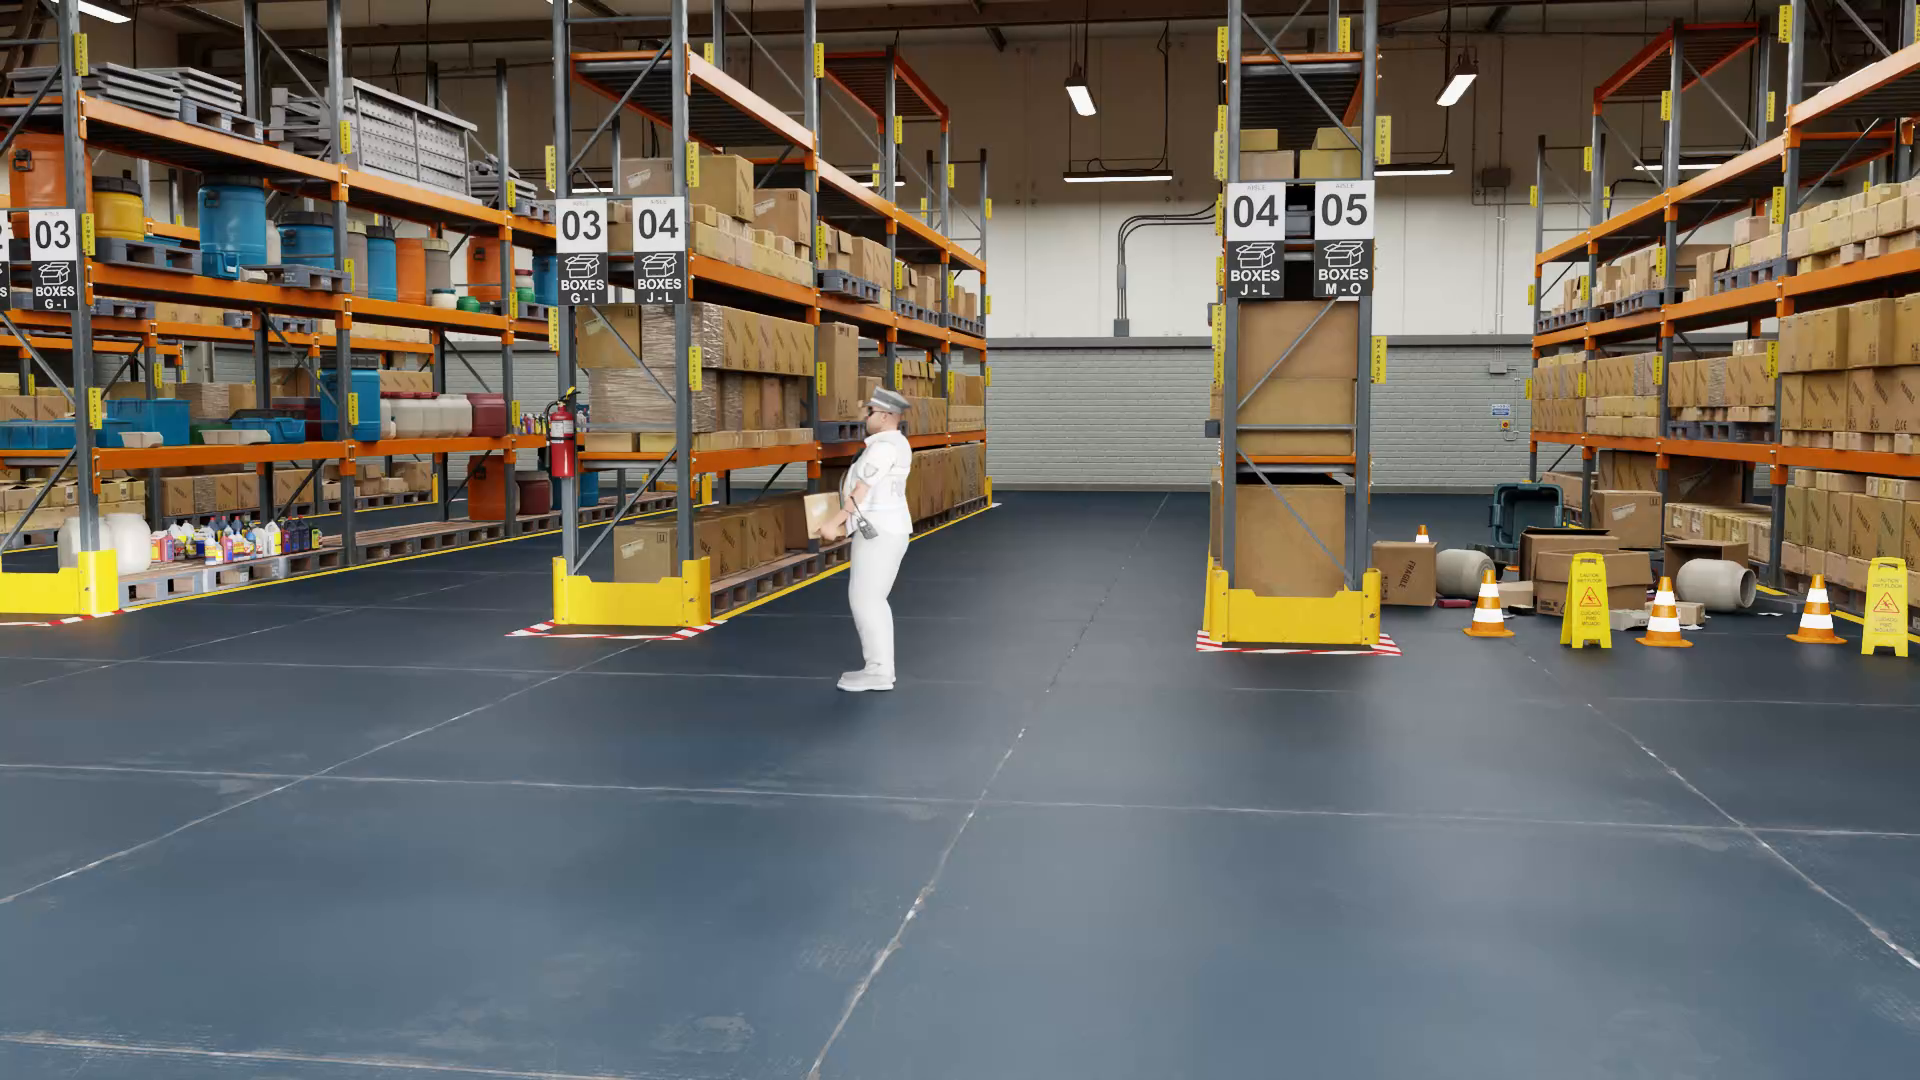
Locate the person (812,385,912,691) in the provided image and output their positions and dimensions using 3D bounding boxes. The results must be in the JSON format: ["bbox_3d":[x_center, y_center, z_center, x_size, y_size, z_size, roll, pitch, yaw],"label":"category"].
[{"bbox_3d":[-0.561,-0.018,9.714,0.565,1.766,0.494,1,4,9],"label":"person"}]
